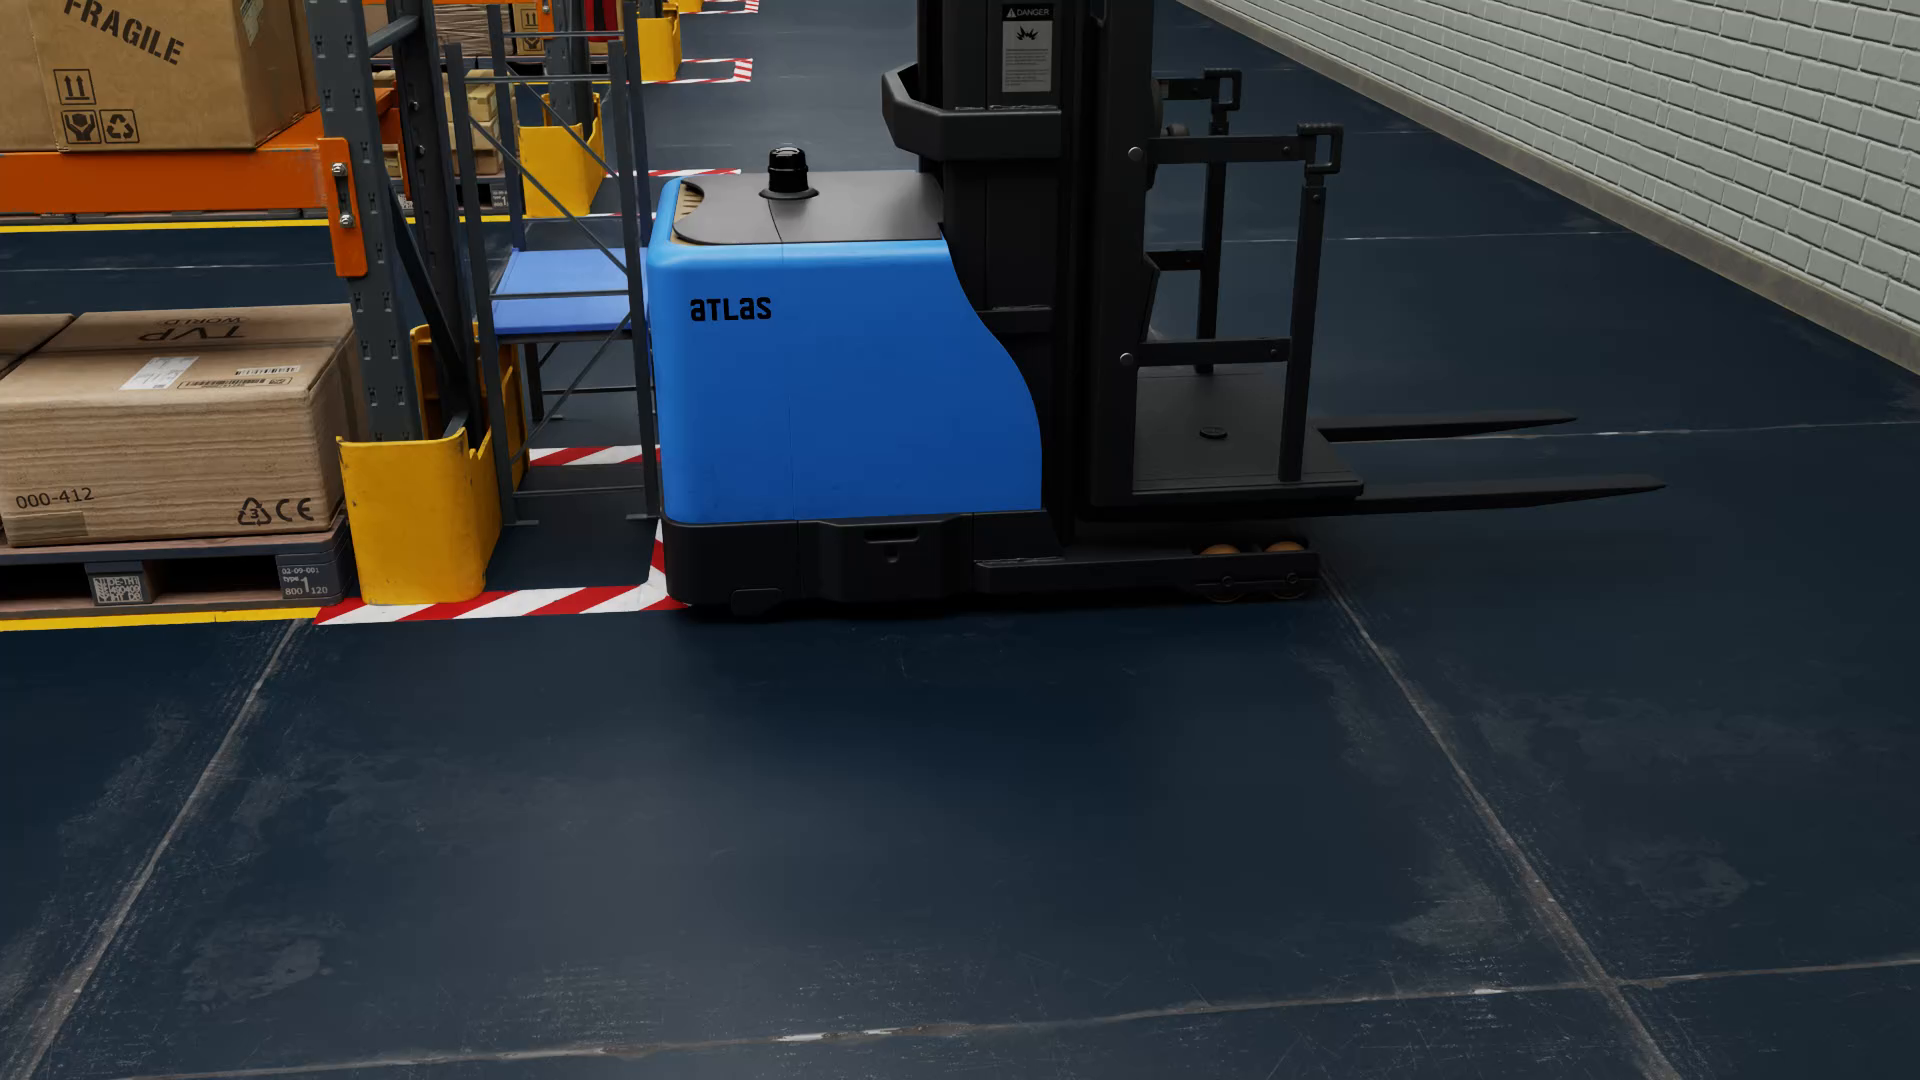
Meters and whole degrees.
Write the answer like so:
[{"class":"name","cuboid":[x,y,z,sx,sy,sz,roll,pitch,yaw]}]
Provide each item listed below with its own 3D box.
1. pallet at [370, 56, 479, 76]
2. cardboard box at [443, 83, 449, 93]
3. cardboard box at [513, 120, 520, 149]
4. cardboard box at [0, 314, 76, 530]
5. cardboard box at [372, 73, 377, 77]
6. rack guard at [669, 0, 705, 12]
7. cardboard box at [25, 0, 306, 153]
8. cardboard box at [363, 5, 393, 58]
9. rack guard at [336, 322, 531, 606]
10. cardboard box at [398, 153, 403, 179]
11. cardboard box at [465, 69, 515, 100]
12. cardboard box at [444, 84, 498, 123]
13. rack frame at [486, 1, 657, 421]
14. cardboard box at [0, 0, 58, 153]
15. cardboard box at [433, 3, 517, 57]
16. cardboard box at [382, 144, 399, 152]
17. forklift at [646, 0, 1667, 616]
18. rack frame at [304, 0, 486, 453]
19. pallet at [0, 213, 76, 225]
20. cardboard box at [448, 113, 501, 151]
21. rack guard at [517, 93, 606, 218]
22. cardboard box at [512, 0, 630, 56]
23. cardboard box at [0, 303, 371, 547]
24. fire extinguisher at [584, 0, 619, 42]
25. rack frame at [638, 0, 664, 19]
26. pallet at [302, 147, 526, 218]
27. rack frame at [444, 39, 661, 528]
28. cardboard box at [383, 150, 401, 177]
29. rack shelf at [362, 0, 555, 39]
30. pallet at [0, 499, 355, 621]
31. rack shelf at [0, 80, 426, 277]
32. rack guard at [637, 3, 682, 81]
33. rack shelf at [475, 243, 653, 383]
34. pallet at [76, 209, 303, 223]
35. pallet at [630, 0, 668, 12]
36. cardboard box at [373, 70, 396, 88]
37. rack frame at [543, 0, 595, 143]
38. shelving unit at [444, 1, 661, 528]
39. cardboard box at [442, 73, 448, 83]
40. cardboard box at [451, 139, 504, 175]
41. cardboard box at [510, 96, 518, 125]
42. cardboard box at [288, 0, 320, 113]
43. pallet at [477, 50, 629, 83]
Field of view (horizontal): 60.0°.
[{"class":"pallet","cuboid":[-4.628,-4.039,14.078,1.213,0.211,1.003,-2,24,-5]},{"class":"cardboard box","cuboid":[-3.000,-2.466,9.366,0.250,0.149,0.380,-2,24,-4]},{"class":"cardboard box","cuboid":[-2.795,-2.413,9.980,0.250,0.149,0.380,-2,24,-4]},{"class":"cardboard box","cuboid":[-3.212,-0.333,4.945,0.875,0.438,0.875,-2,24,-4]},{"class":"cardboard box","cuboid":[-3.561,-2.632,9.739,0.250,0.149,0.380,-3,24,-8]},{"class":"rack guard","cuboid":[-3.093,-6.291,18.787,0.348,0.500,1.175,-2,24,-5]},{"class":"cardboard box","cuboid":[-2.109,-1.338,4.445,0.500,0.500,0.500,-2,24,-5]},{"class":"cardboard box","cuboid":[-5.049,-4.516,13.816,0.875,0.875,0.875,-2,24,-5]},{"class":"rack guard","cuboid":[-1.631,-0.278,5.259,0.348,0.500,1.175,-2,24,-5]},{"class":"cardboard box","cuboid":[-2.991,-2.148,9.383,0.250,0.149,0.380,-2,24,-4]},{"class":"cardboard box","cuboid":[-2.797,-2.693,9.877,0.250,0.149,0.380,-3,24,-8]},{"class":"cardboard box","cuboid":[-2.744,-2.453,9.337,0.250,0.149,0.380,-2,24,-5]},{"class":"rack frame","cuboid":[-1.365,-1.155,6.001,0.500,1.500,0.032,-3,24,-7]},{"class":"cardboard box","cuboid":[-2.610,-1.325,4.414,0.500,0.500,0.500,-3,24,-6]},{"class":"cardboard box","cuboid":[-4.164,-4.551,13.896,0.875,0.875,0.875,-2,24,-5]},{"class":"cardboard box","cuboid":[-3.256,-2.283,9.320,0.250,0.149,0.380,-3,24,-7]},{"class":"forklift","cuboid":[0.620,-1.368,4.719,3.031,2.935,1.130,-3,24,-6]},{"class":"rack frame","cuboid":[-1.655,-1.419,4.749,0.127,3.000,1.000,-2,24,-5]},{"class":"pallet","cuboid":[-5.558,-2.023,9.541,1.213,0.211,1.003,-2,24,-5]},{"class":"cardboard box","cuboid":[-2.739,-2.304,9.368,0.250,0.149,0.380,-3,24,-7]},{"class":"rack guard","cuboid":[-2.318,-2.271,9.743,0.348,0.500,1.175,-2,24,-5]},{"class":"cardboard box","cuboid":[-3.258,-4.588,13.977,0.875,0.875,0.875,-2,24,-5]},{"class":"cardboard box","cuboid":[-2.302,-0.373,5.034,0.875,0.438,0.875,-3,24,-7]},{"class":"fire extinguisher","cuboid":[-1.946,-3.034,8.936,0.183,0.674,0.296,-2,24,-5]},{"class":"rack frame","cuboid":[-2.629,-5.425,13.761,0.127,3.000,1.000,-2,24,-5]},{"class":"pallet","cuboid":[-3.130,-2.120,9.761,1.213,0.211,1.003,-2,24,-5]},{"class":"rack frame","cuboid":[-1.223,-0.746,5.081,0.500,1.500,0.032,-3,24,-7]},{"class":"cardboard box","cuboid":[-3.263,-2.173,9.438,0.250,0.149,0.380,-2,24,-5]},{"class":"rack shelf","cuboid":[-4.232,-3.007,9.208,4.000,0.370,1.077,-2,24,-5]},{"class":"pallet","cuboid":[-2.443,-0.081,5.173,1.213,0.211,1.003,-2,24,-5]},{"class":"rack shelf","cuboid":[-3.645,-1.010,4.716,4.000,0.370,1.077,-2,24,-5]},{"class":"rack guard","cuboid":[-2.605,-4.283,14.271,0.348,0.500,1.175,-2,24,-5]},{"class":"rack shelf","cuboid":[-1.294,-0.786,5.614,0.538,0.185,1.000,-3,24,-7]},{"class":"pallet","cuboid":[-4.341,-2.073,9.654,1.213,0.211,1.003,-2,24,-5]},{"class":"pallet","cuboid":[-3.940,-6.135,18.793,1.213,0.211,1.003,-2,24,-5]},{"class":"cardboard box","cuboid":[-3.323,-2.675,9.836,0.250,0.149,0.380,-2,24,-5]},{"class":"rack frame","cuboid":[-2.242,-3.416,9.242,0.127,3.000,1.000,-2,24,-5]},{"class":"shelving unit","cuboid":[-1.294,-0.950,5.541,0.538,1.500,1.048,-3,24,-7]},{"class":"cardboard box","cuboid":[-3.059,-2.634,9.743,0.250,0.149,0.380,-2,24,-4]},{"class":"cardboard box","cuboid":[-2.745,-2.200,9.499,0.250,0.149,0.380,-2,24,-4]},{"class":"cardboard box","cuboid":[-2.789,-2.524,9.862,0.250,0.149,0.380,-1,24,-3]},{"class":"cardboard box","cuboid":[-2.161,-1.562,4.947,0.500,0.500,0.500,-2,24,-6]},{"class":"pallet","cuboid":[-3.417,-4.087,14.185,1.213,0.211,1.003,-2,24,-5]}]
